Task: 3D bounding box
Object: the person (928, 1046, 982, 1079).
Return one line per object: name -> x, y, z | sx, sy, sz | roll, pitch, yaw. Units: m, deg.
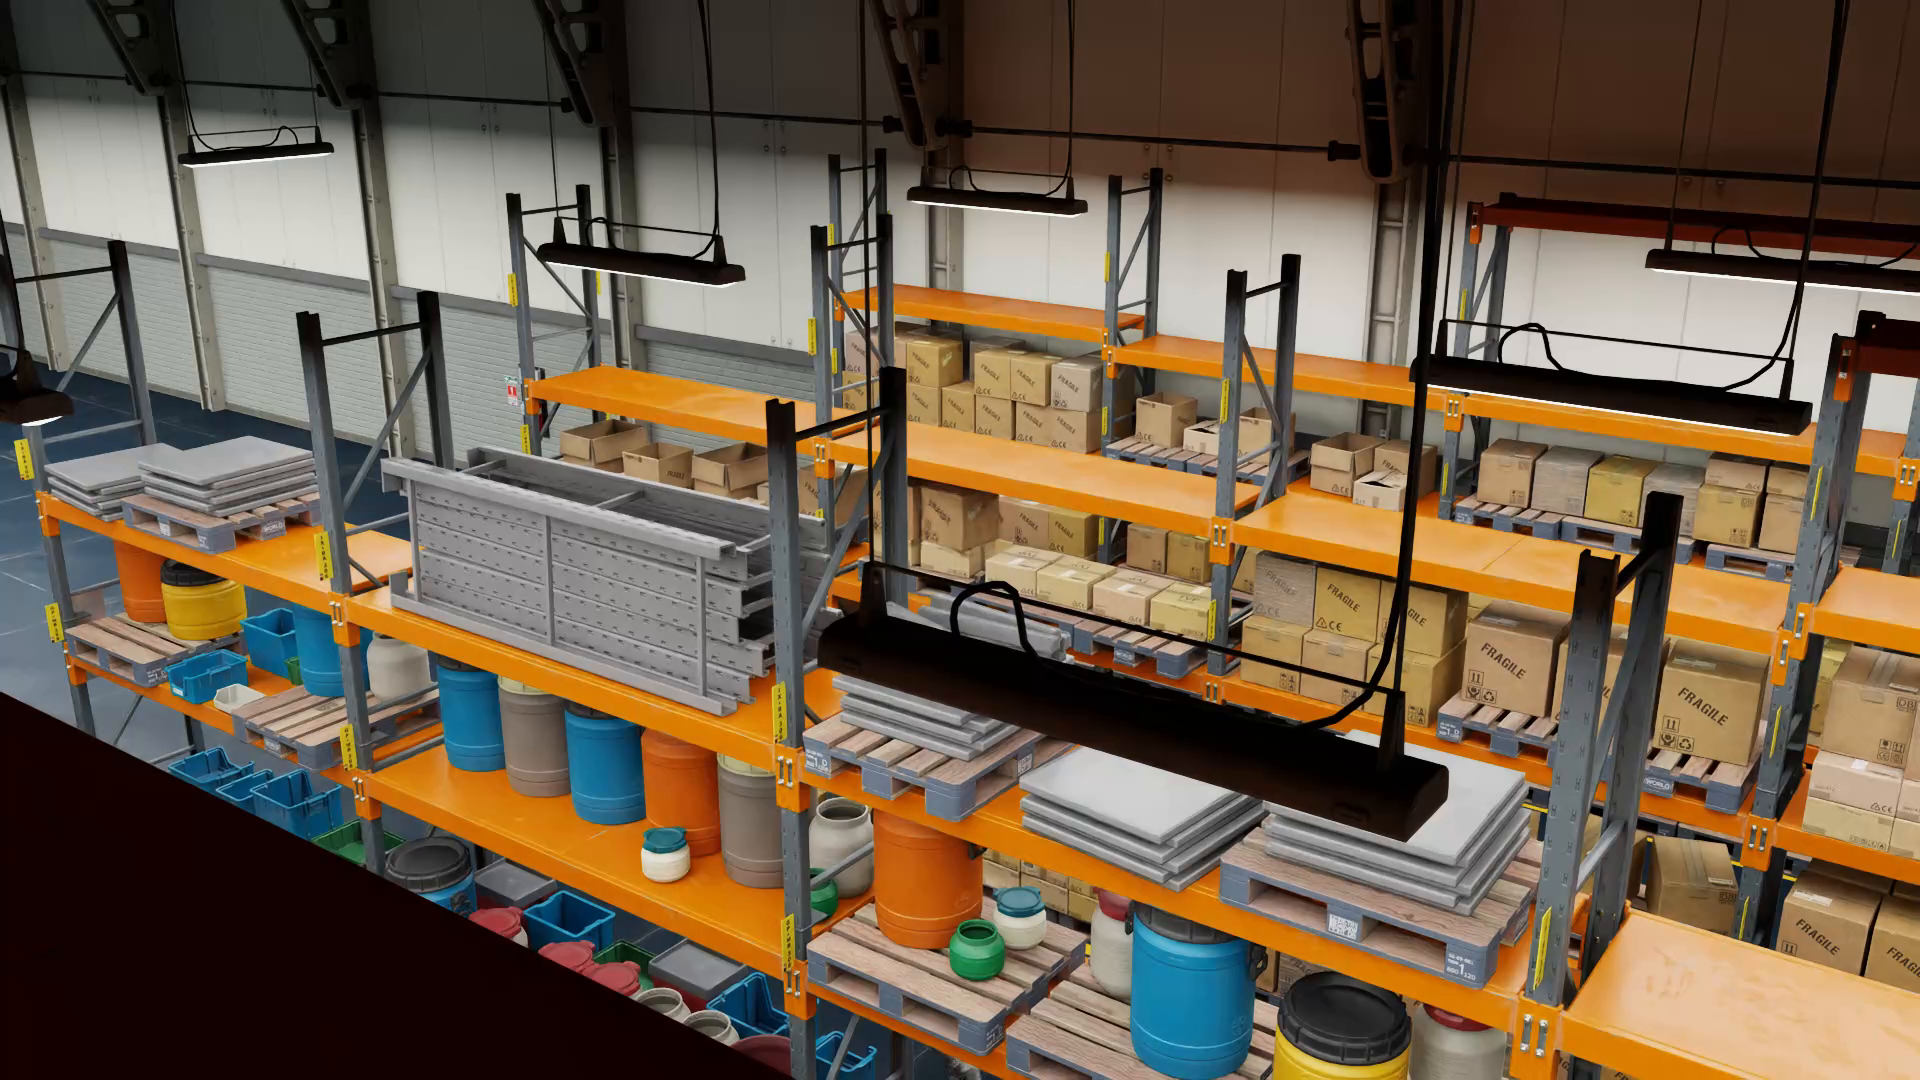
person -> -0.077, 3.378, 12.382 | 0.678, 1.675, 0.750 | 17, 25, 41
